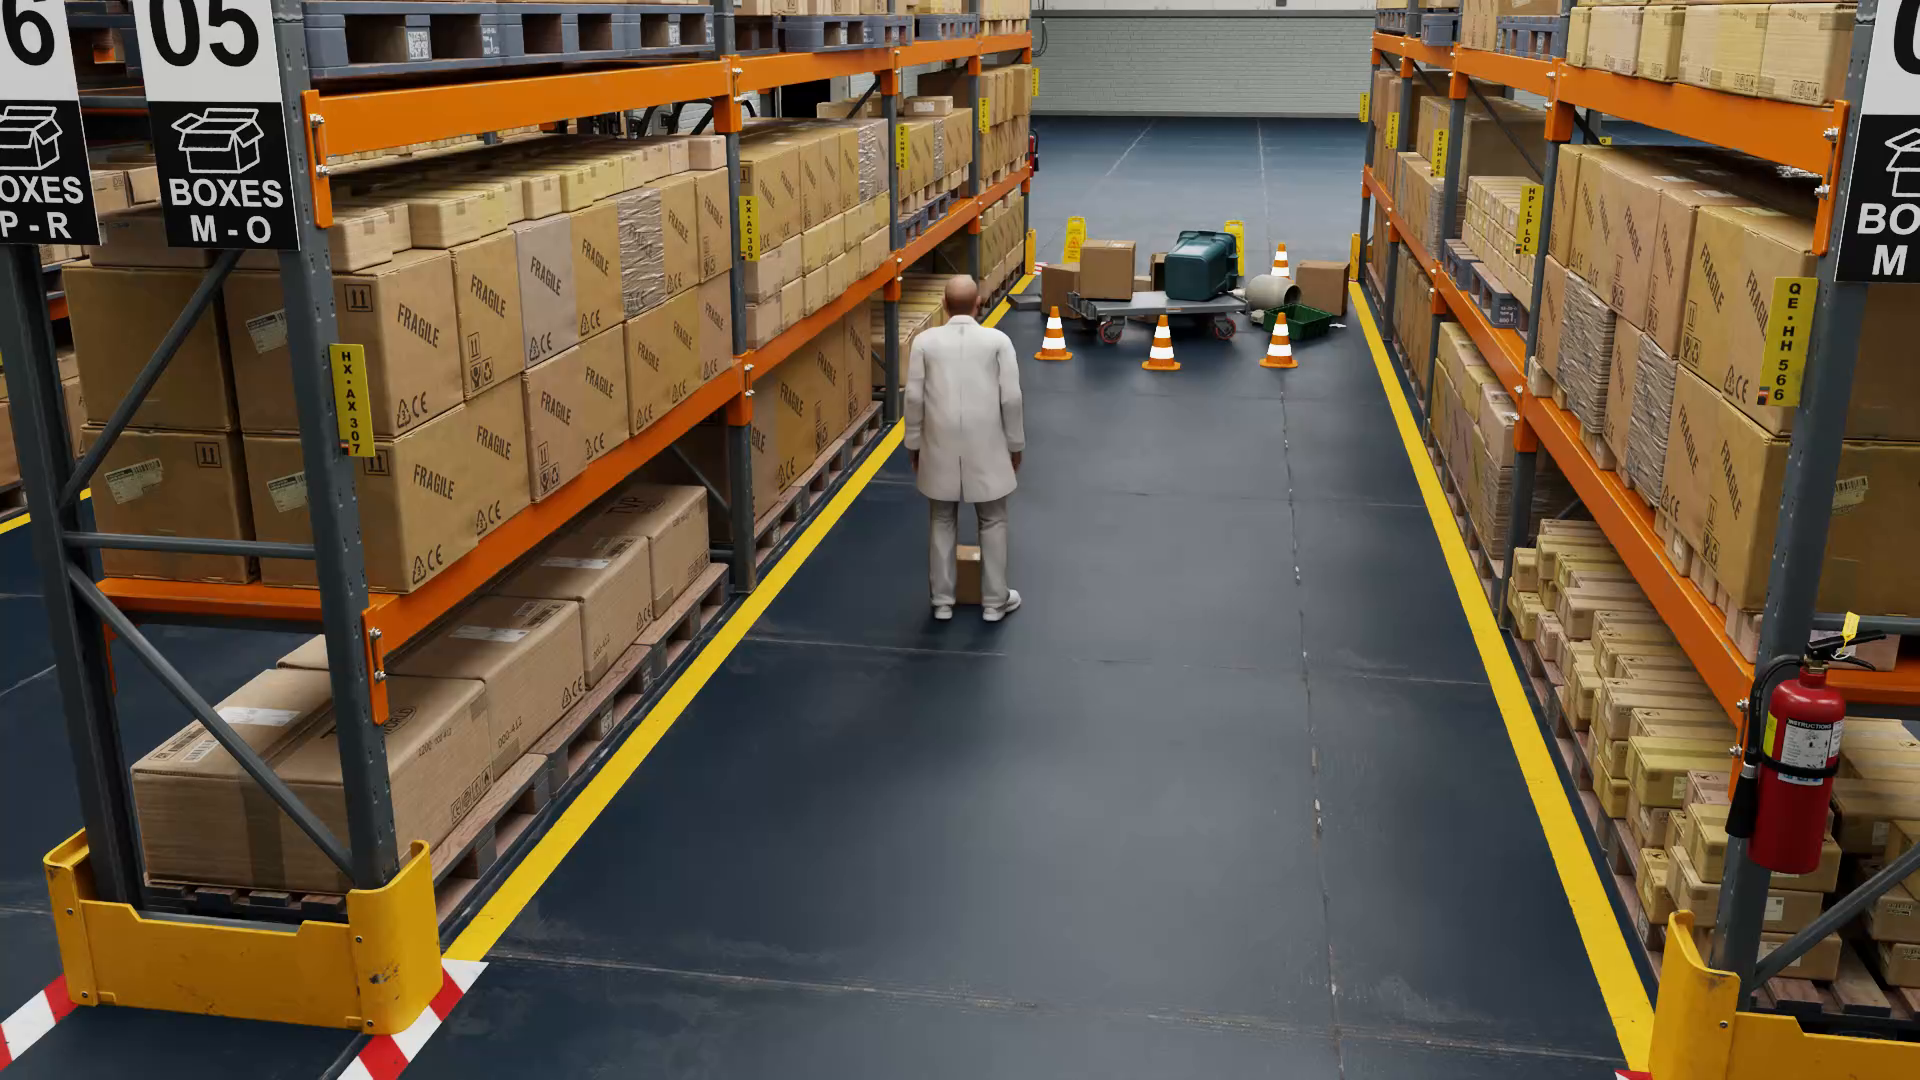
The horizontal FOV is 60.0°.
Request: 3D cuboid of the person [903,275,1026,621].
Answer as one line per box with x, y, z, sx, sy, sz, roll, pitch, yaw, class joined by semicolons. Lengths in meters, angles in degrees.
0.022;-0.464;8.539;0.628;1.773;0.427;2;18;7;person
